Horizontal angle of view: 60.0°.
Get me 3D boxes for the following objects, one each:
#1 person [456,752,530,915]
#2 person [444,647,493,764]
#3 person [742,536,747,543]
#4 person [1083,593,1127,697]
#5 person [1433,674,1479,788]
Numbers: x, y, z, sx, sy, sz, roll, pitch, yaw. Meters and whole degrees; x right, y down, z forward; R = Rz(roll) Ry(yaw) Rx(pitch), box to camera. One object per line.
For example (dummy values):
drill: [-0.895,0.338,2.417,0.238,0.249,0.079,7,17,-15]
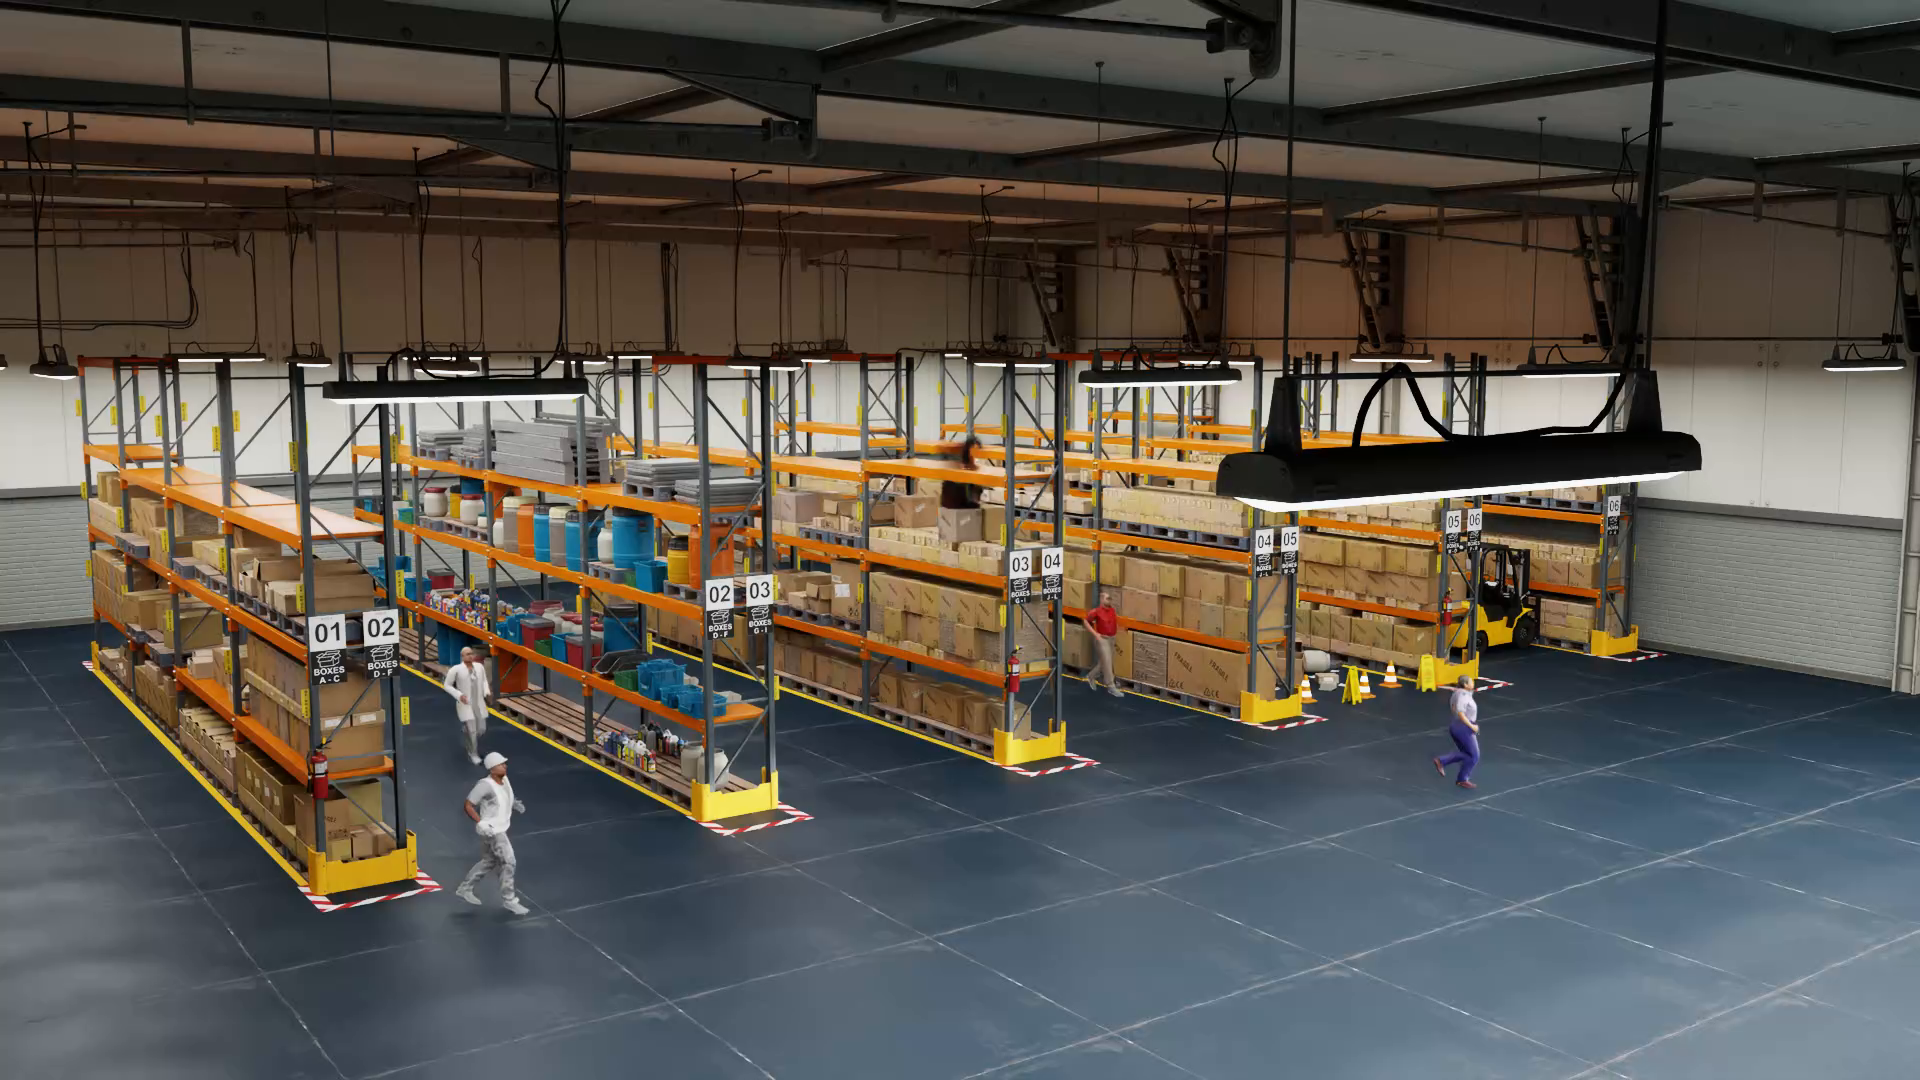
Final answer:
person: [-5.182,3.228,18.359,0.833,1.828,0.674,0,7,0]
person: [-7.378,2.462,24.945,0.712,1.739,0.636,-6,9,-43]
person: [-5.273,0.614,40.658,0.611,1.583,0.842,3,7,20]
person: [2.470,1.764,28.370,0.845,1.744,0.663,6,9,40]
person: [7.059,2.695,23.571,0.579,1.610,0.633,1,7,5]
